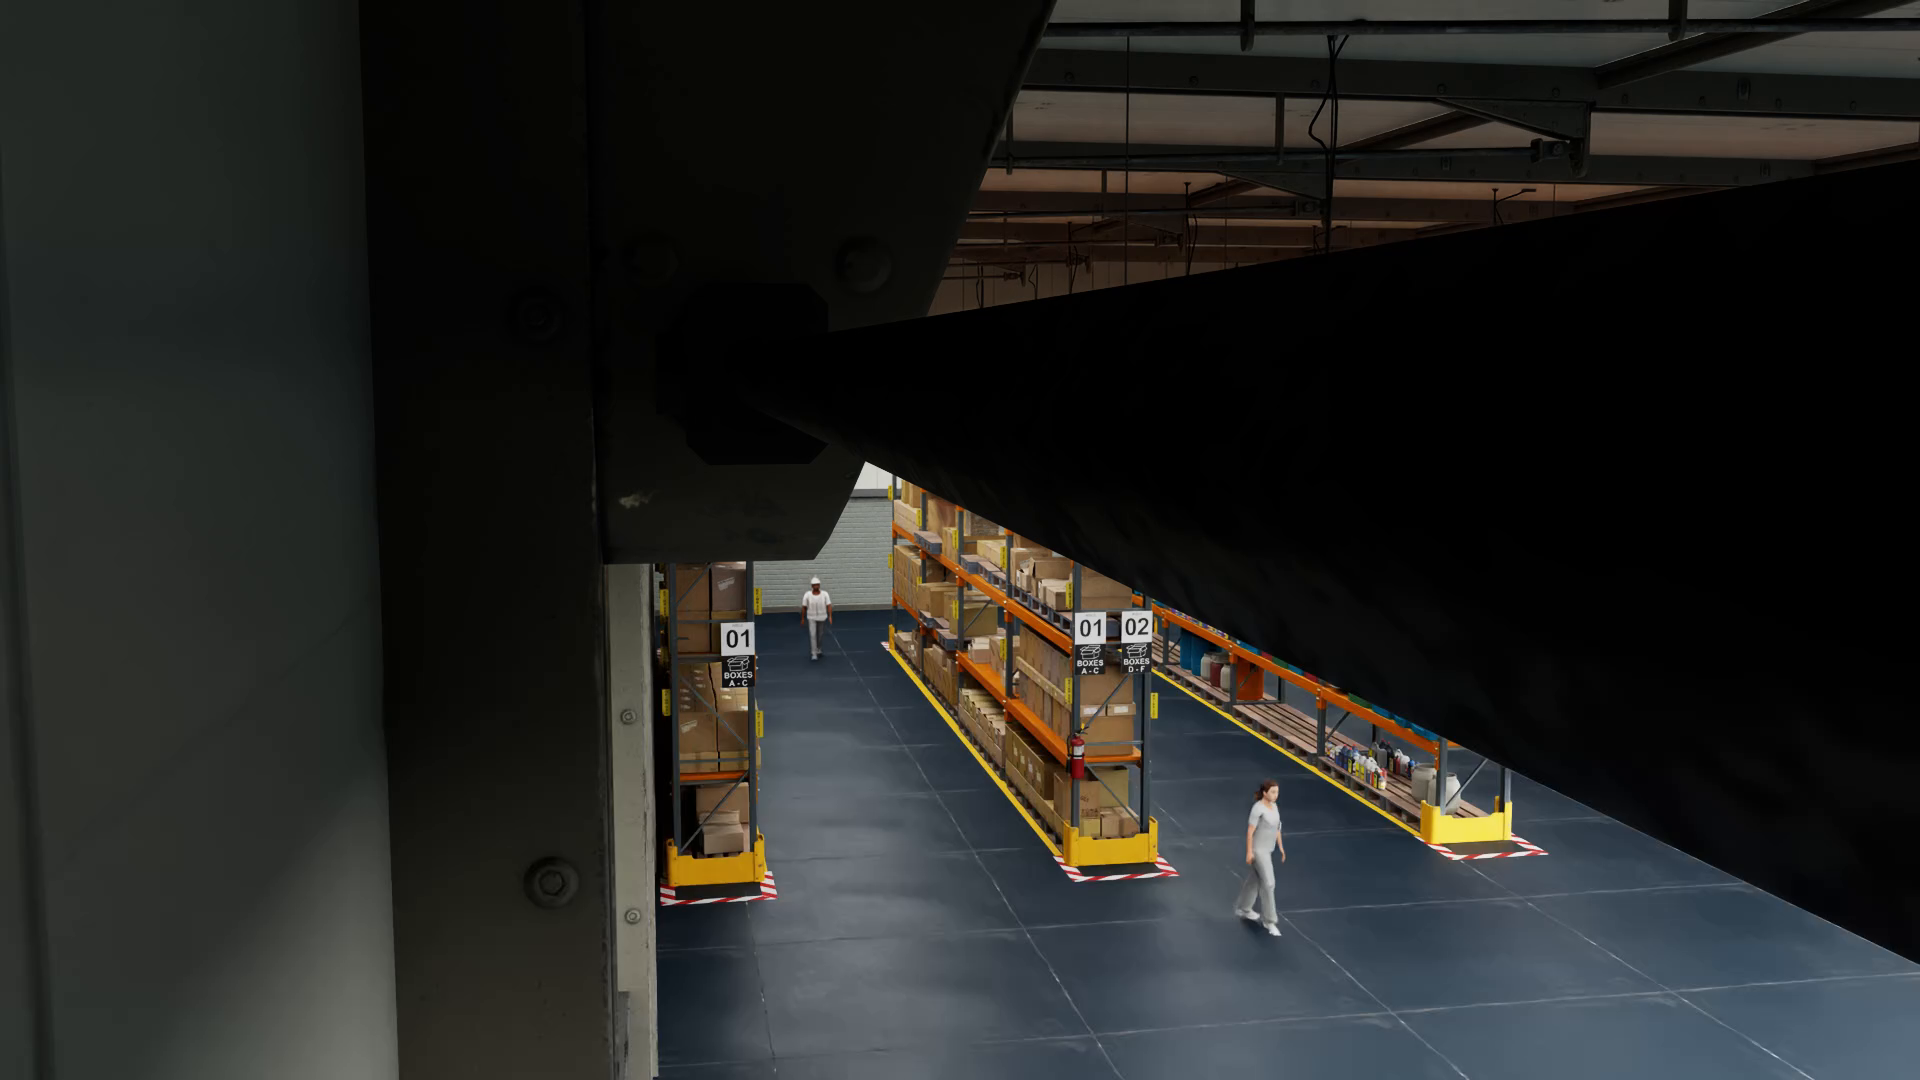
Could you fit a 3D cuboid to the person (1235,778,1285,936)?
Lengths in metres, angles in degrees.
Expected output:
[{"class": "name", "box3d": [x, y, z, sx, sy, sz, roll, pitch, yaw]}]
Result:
[{"class": "person", "box3d": [3.397, 3.517, 18.639, 0.696, 1.720, 0.472, 5, 8, 36]}]

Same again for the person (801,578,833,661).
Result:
[{"class": "person", "box3d": [-3.034, 1.660, 35.229, 0.650, 1.707, 1.085, -1, 6, -10]}]
